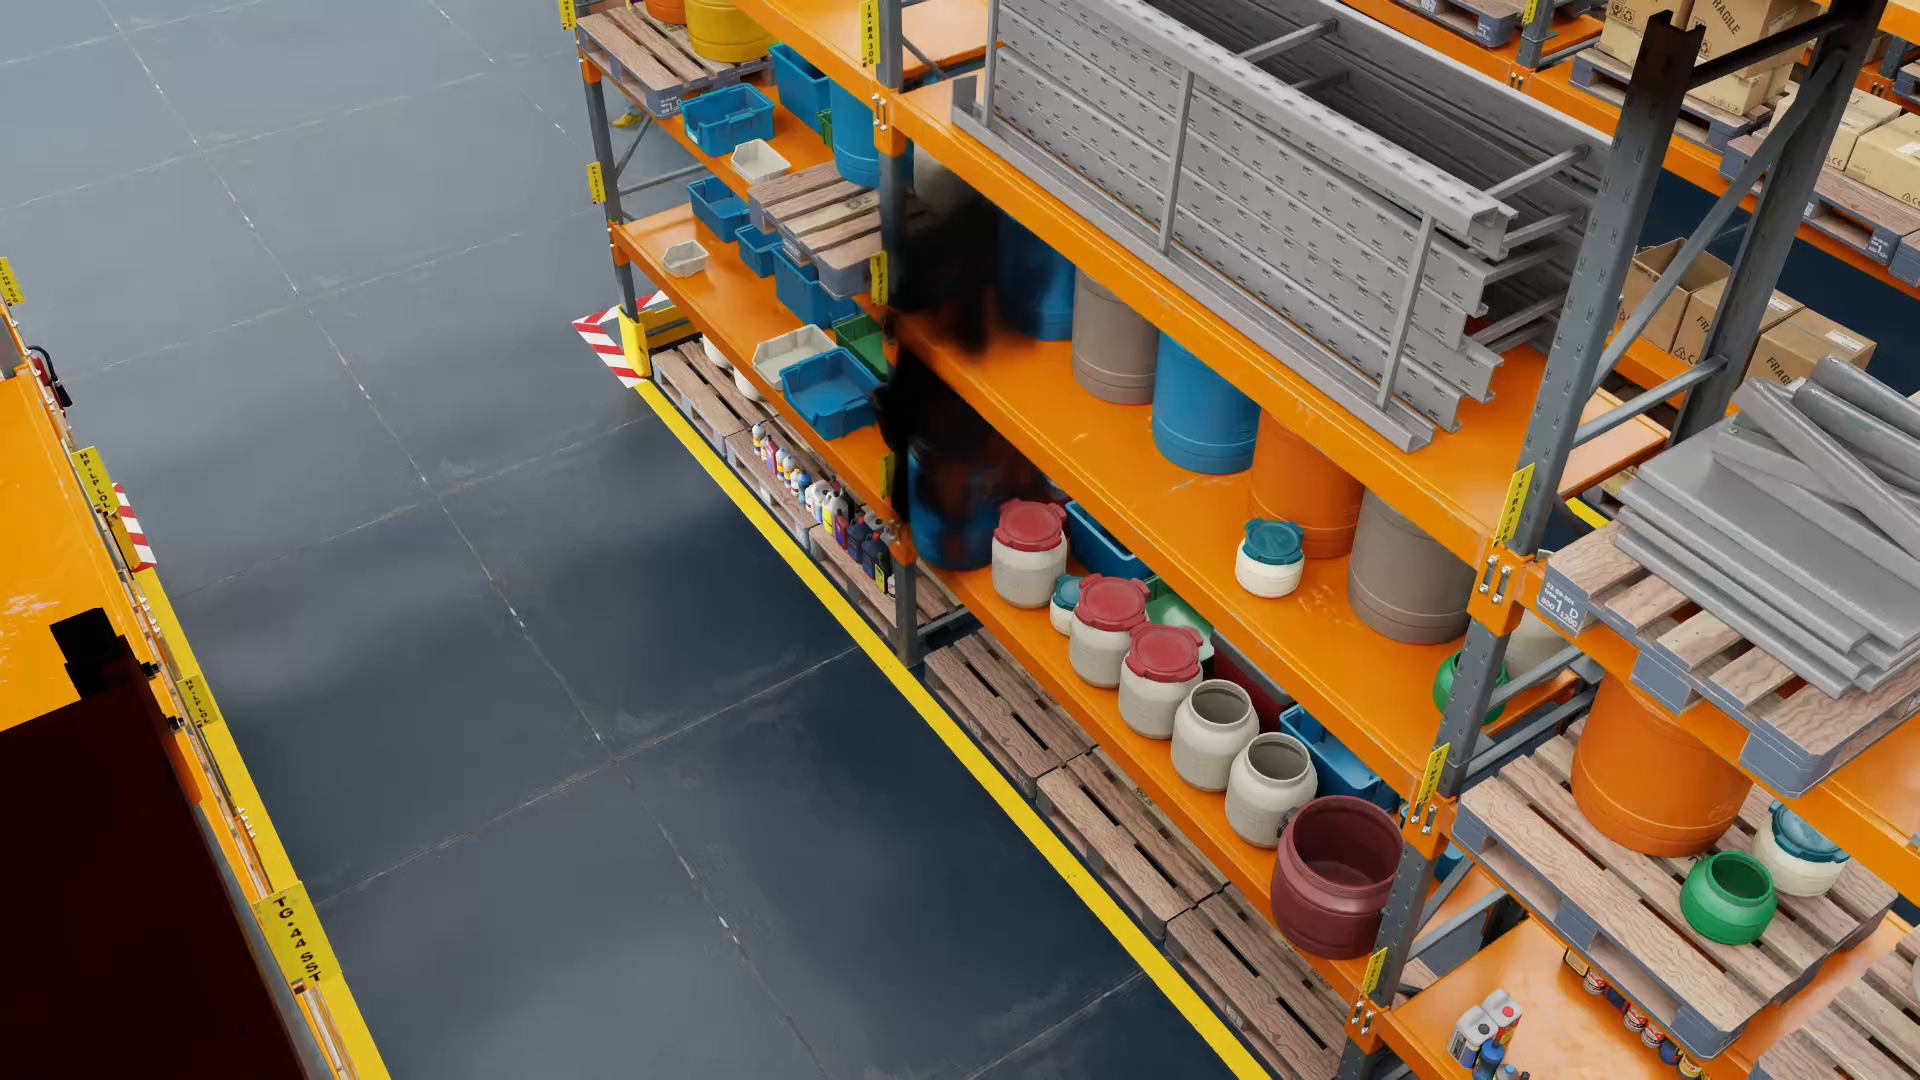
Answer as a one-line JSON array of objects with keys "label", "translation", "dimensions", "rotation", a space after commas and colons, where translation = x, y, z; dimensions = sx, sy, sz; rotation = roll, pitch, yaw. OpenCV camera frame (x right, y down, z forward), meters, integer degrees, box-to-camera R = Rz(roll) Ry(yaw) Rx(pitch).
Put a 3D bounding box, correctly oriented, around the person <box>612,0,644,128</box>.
[{"label": "person", "translation": [-2.927, -4.790, 15.655], "dimensions": [0.949, 1.777, 0.664], "rotation": [-8, 43, -9]}]
